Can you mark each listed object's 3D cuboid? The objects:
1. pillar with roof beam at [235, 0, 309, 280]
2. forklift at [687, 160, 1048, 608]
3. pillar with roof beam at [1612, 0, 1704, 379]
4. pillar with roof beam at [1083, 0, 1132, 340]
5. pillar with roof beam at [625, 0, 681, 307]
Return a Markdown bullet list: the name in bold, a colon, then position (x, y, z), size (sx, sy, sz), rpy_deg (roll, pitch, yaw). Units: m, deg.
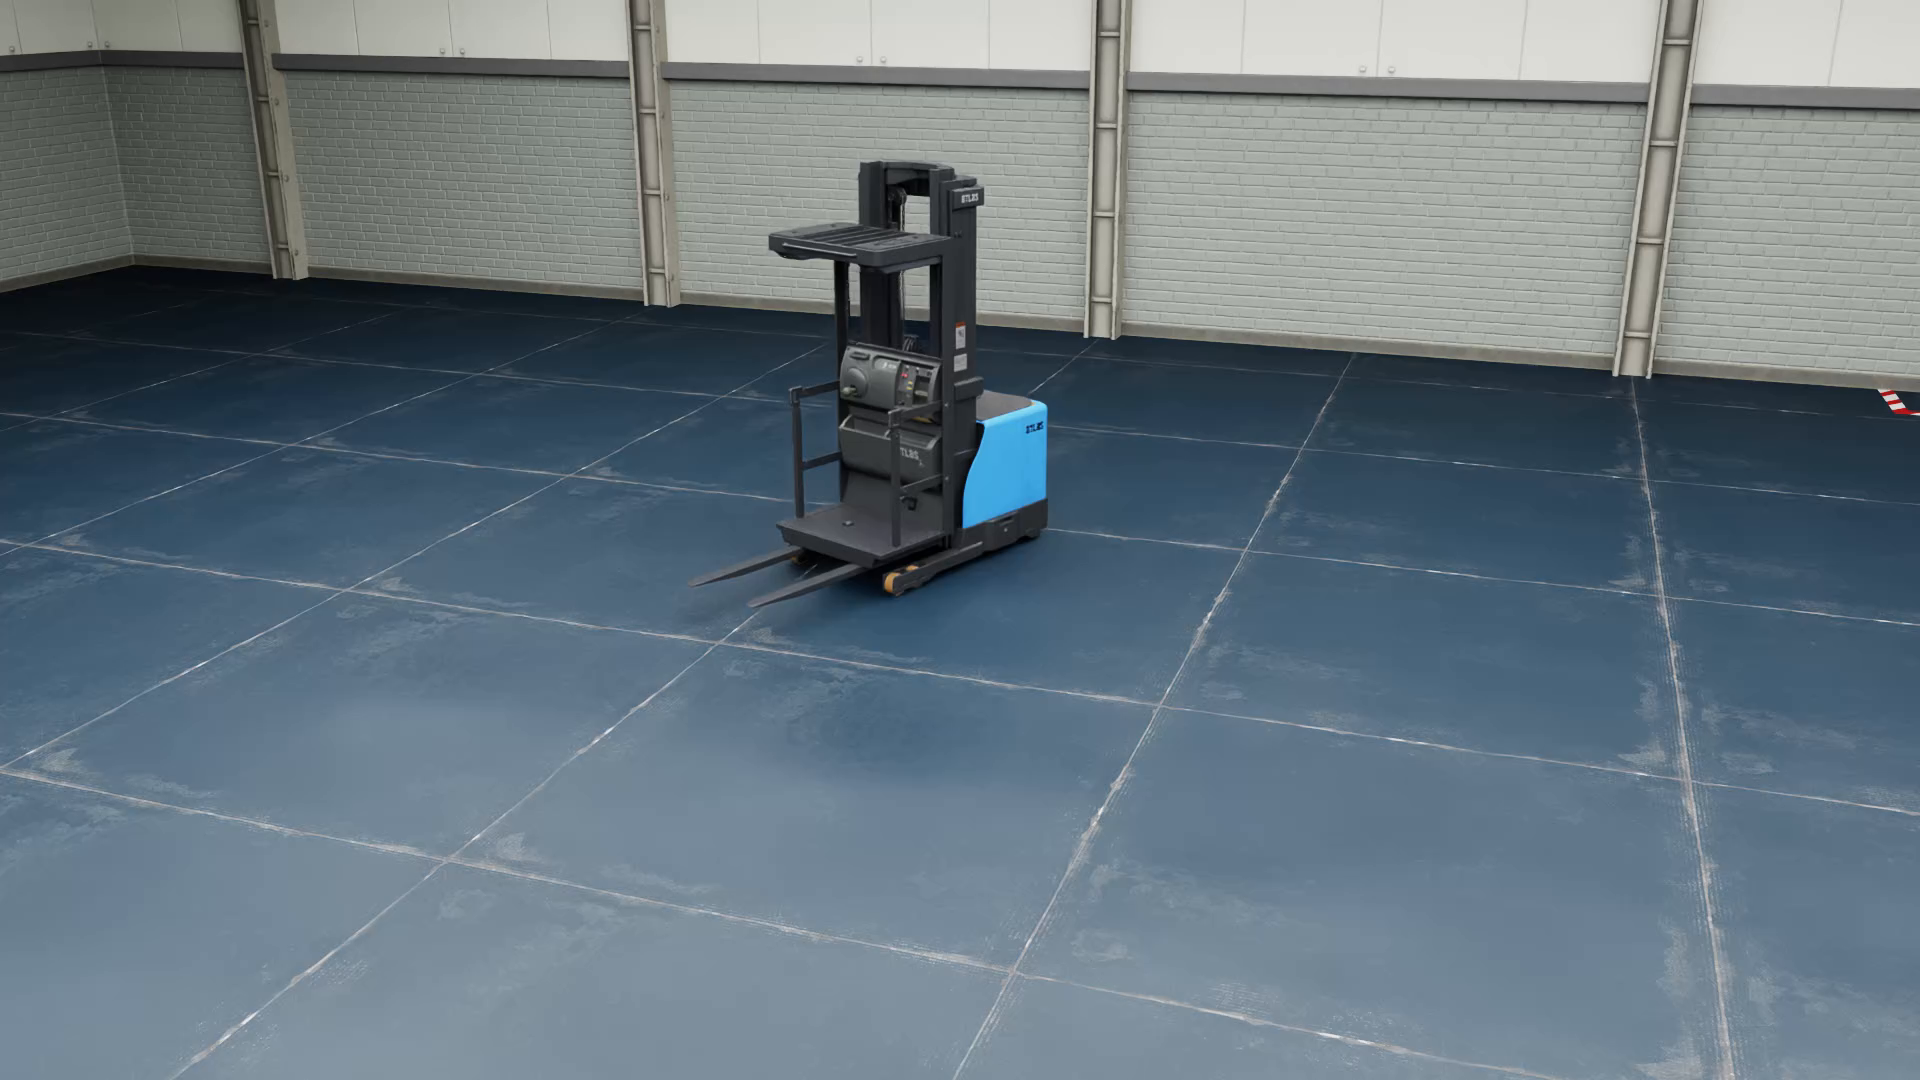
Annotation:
- **pillar with roof beam**: position (-11.019, -6.683, 18.577), size (0.400, 9.000, 9.100), rpy_deg (7, 20, 18)
- **forklift**: position (-0.654, -1.173, 11.988), size (1.130, 2.935, 3.031), rpy_deg (16, 25, 38)
- **pillar with roof beam**: position (5.985, -4.739, 12.999), size (0.400, 9.000, 9.100), rpy_deg (7, 20, 18)
- **pillar with roof beam**: position (0.317, -5.387, 14.859), size (0.400, 9.000, 9.100), rpy_deg (7, 20, 18)
- **pillar with roof beam**: position (-5.351, -6.035, 16.718), size (0.400, 9.000, 9.100), rpy_deg (7, 20, 18)
